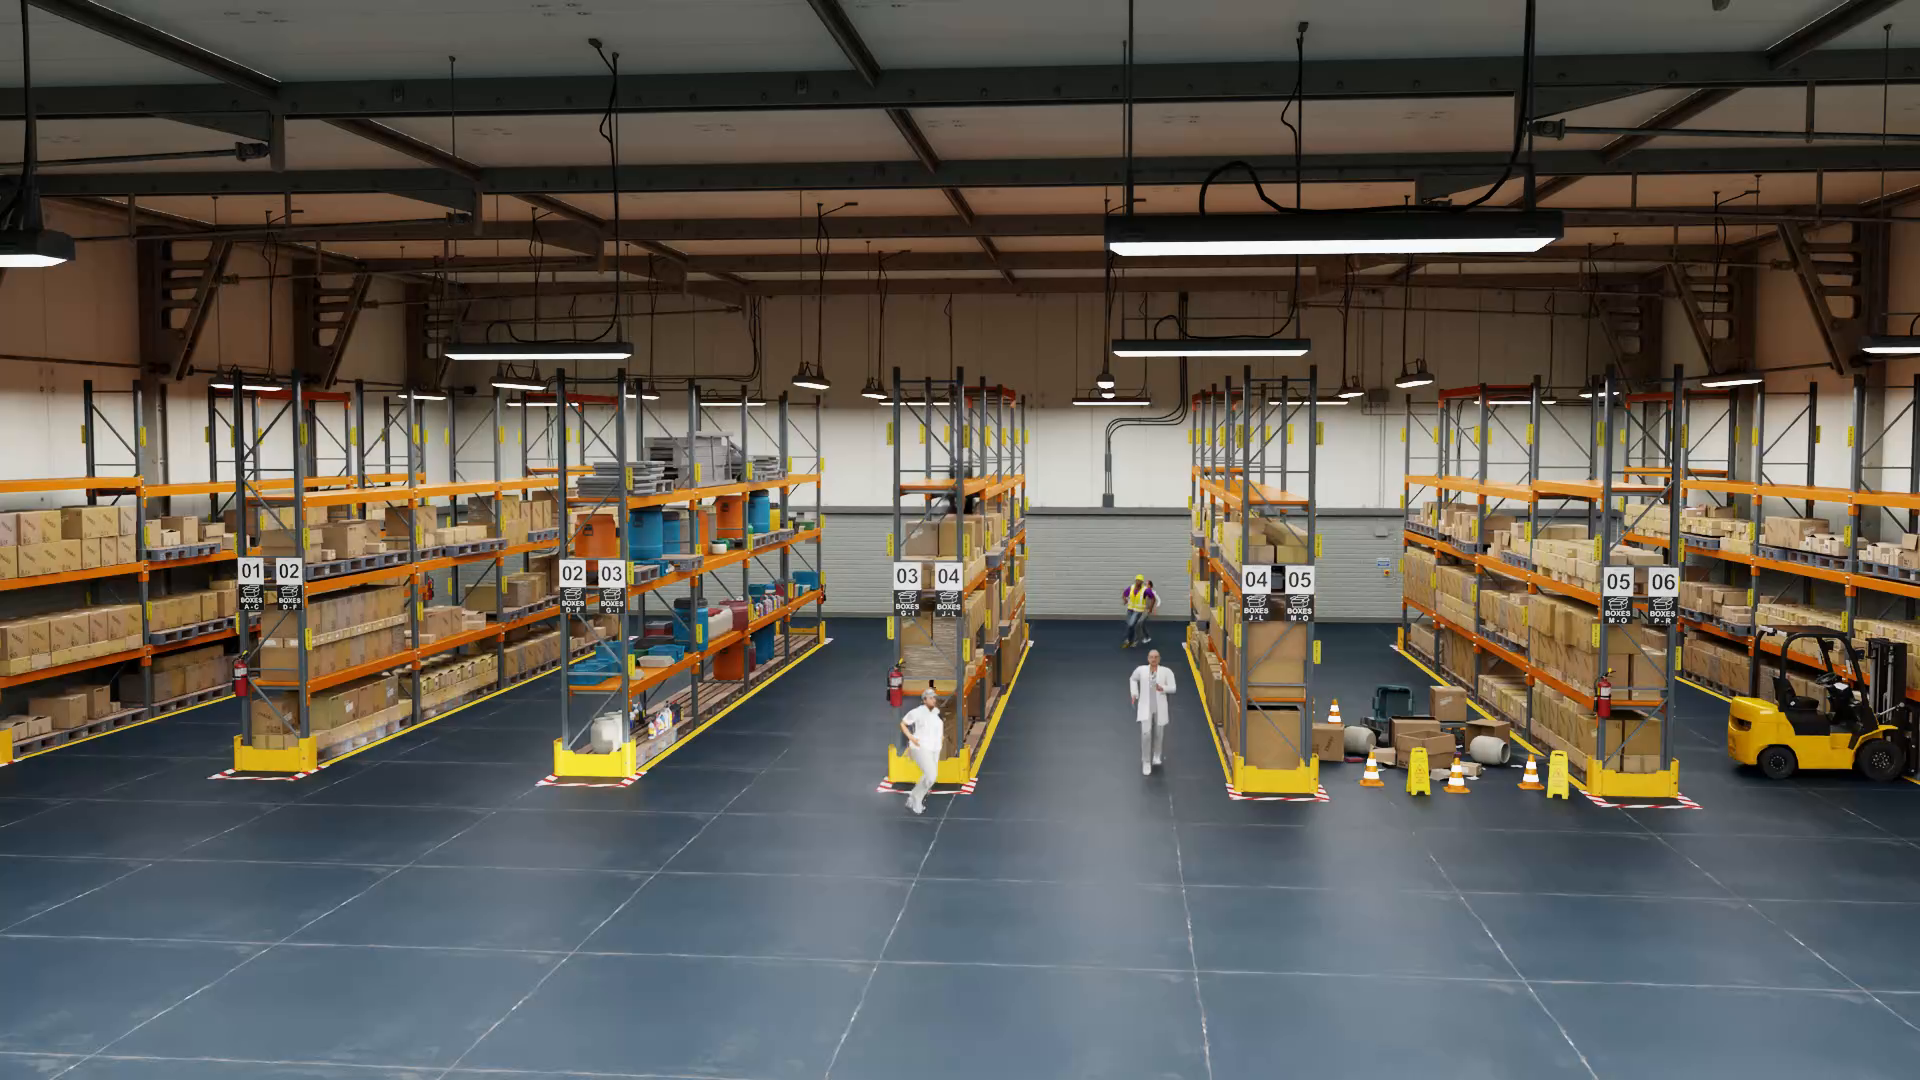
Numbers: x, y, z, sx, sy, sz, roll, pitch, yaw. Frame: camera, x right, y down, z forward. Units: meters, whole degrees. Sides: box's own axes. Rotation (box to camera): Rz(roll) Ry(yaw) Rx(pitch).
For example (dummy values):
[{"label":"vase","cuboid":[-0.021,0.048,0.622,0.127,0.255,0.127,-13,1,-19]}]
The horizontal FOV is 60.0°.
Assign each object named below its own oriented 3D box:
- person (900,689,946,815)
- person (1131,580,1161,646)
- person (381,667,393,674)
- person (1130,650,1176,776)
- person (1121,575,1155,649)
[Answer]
[{"label":"person","cuboid":[-0.434,2.812,22.142,0.594,1.664,0.634,3,5,43]},{"label":"person","cuboid":[4.394,1.743,39.789,0.755,1.581,0.583,-3,4,-35]},{"label":"person","cuboid":[-11.369,2.139,32.870,0.592,1.644,0.945,0,4,2]},{"label":"person","cuboid":[2.894,2.603,24.917,0.679,1.748,0.860,0,4,4]},{"label":"person","cuboid":[4.176,1.695,39.326,0.786,1.772,0.686,2,4,32]}]
